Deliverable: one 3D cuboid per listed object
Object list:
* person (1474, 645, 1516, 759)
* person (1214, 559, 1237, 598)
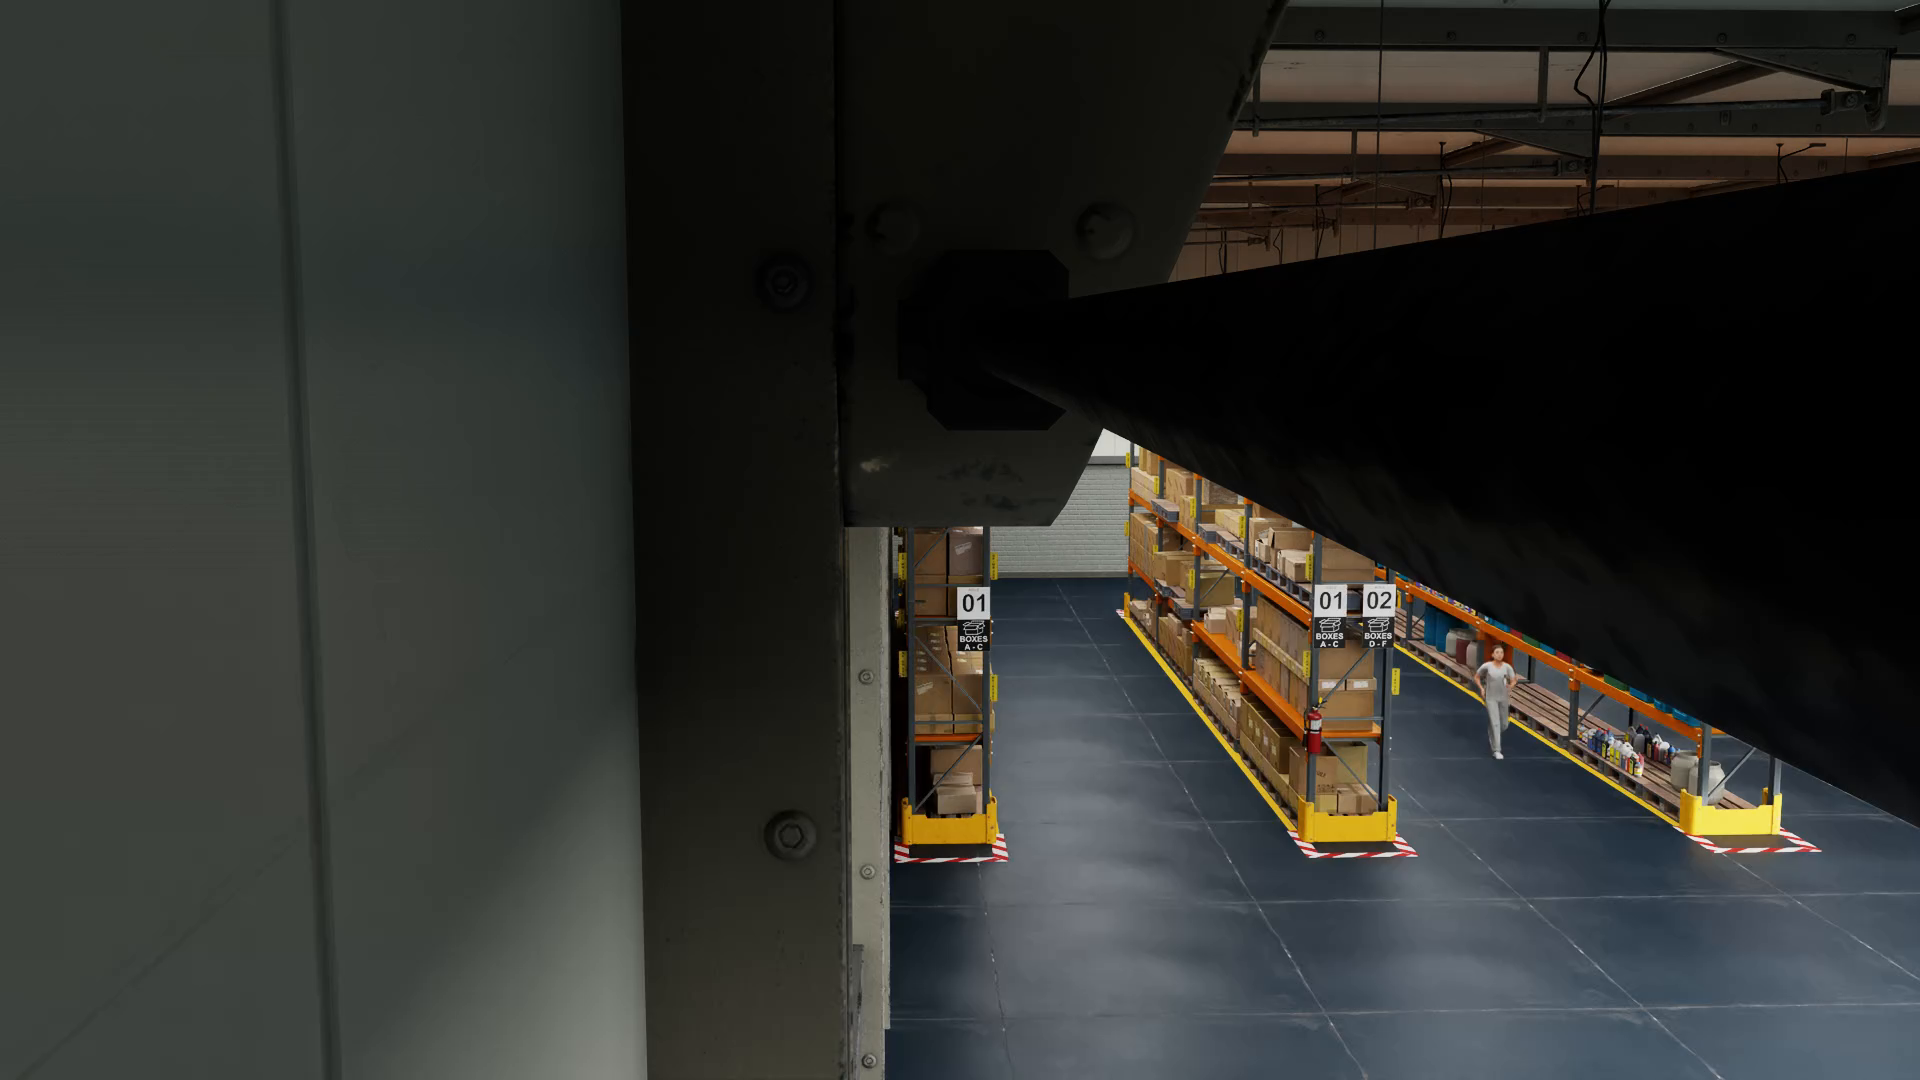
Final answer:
[{"bbox_3d":[7.932,2.363,24.638,0.577,1.642,0.875,0,7,1],"label":"person"},{"bbox_3d":[5.835,0.867,36.759,0.665,1.579,0.777,-6,9,-38],"label":"person"}]
